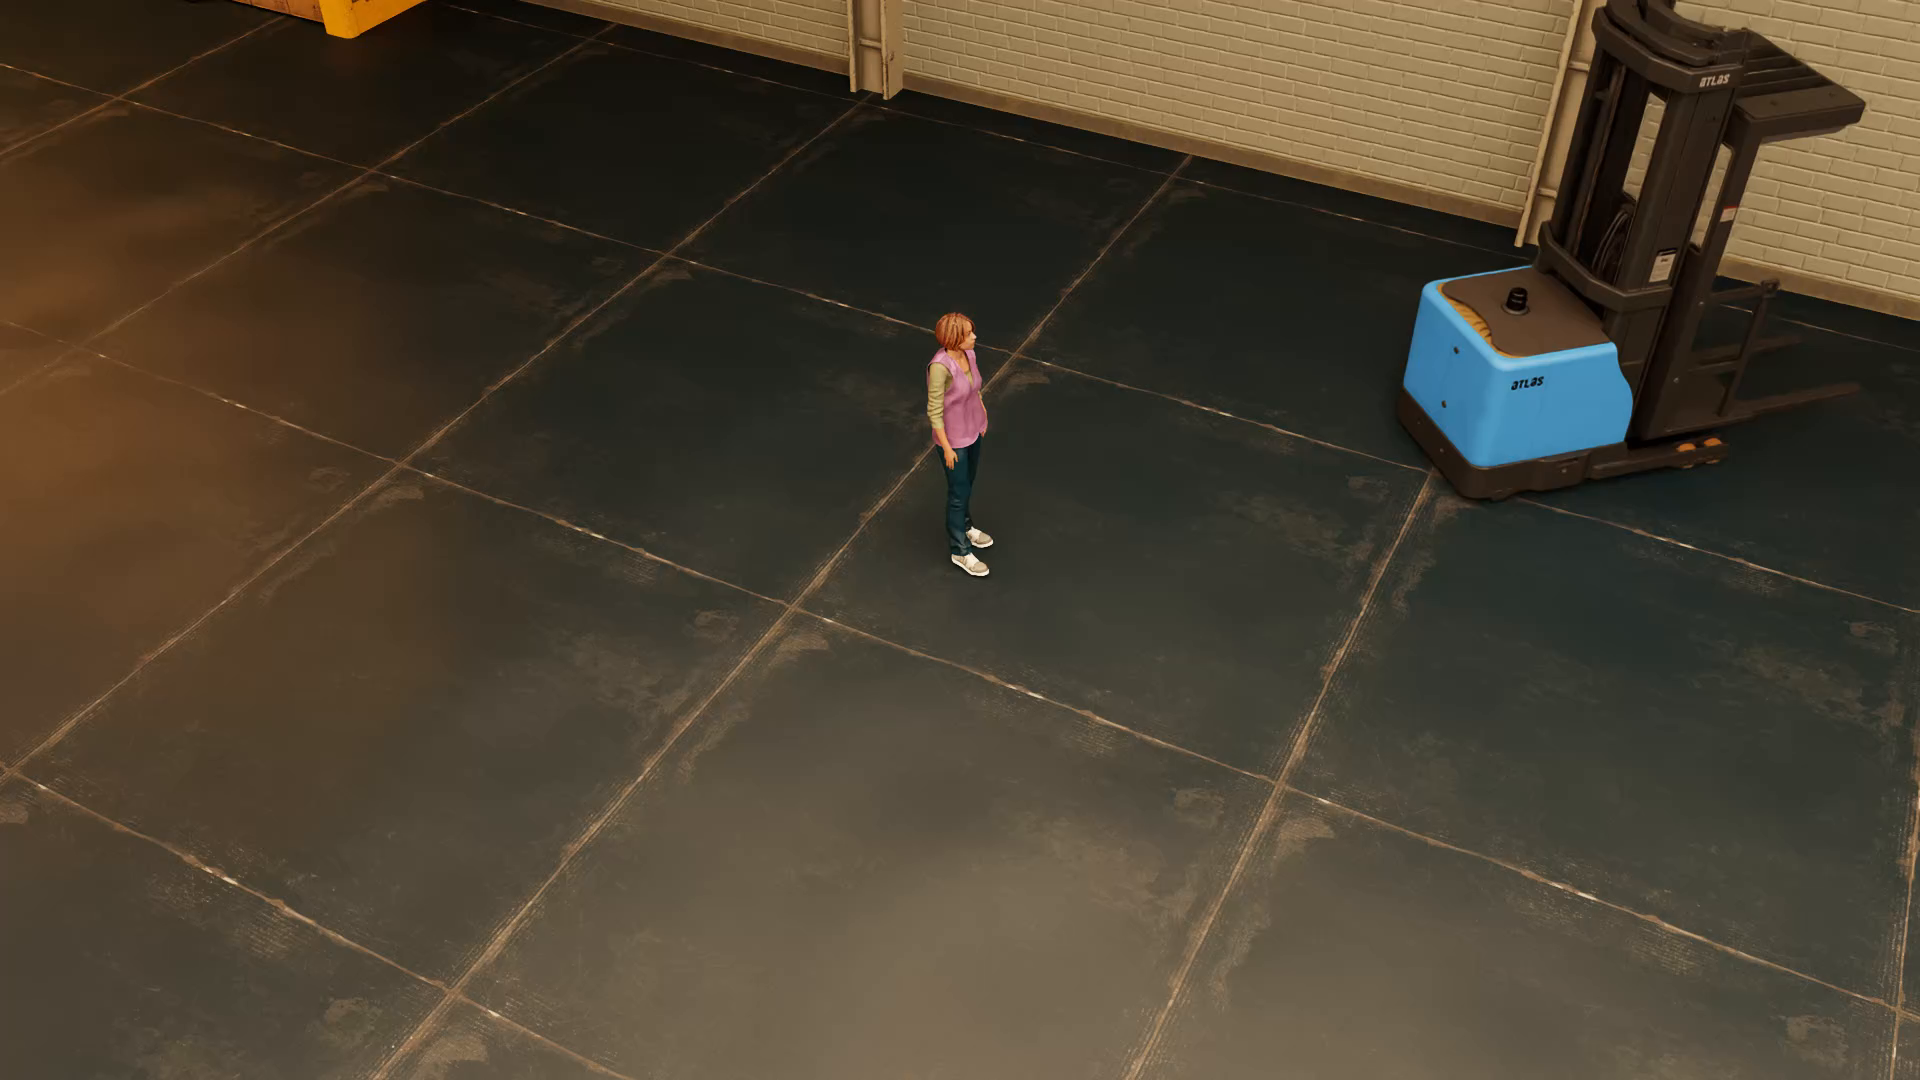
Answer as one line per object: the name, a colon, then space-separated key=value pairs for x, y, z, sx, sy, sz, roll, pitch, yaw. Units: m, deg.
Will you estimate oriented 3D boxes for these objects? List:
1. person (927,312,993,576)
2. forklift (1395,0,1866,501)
person: x=0.060 y=-0.581 z=9.712 sx=0.473 sy=1.584 sz=0.521 roll=18 pitch=43 yaw=21
forklift: x=4.491 y=-1.902 z=10.245 sx=3.031 sy=2.935 sz=1.130 roll=-11 pitch=41 yaw=-12
